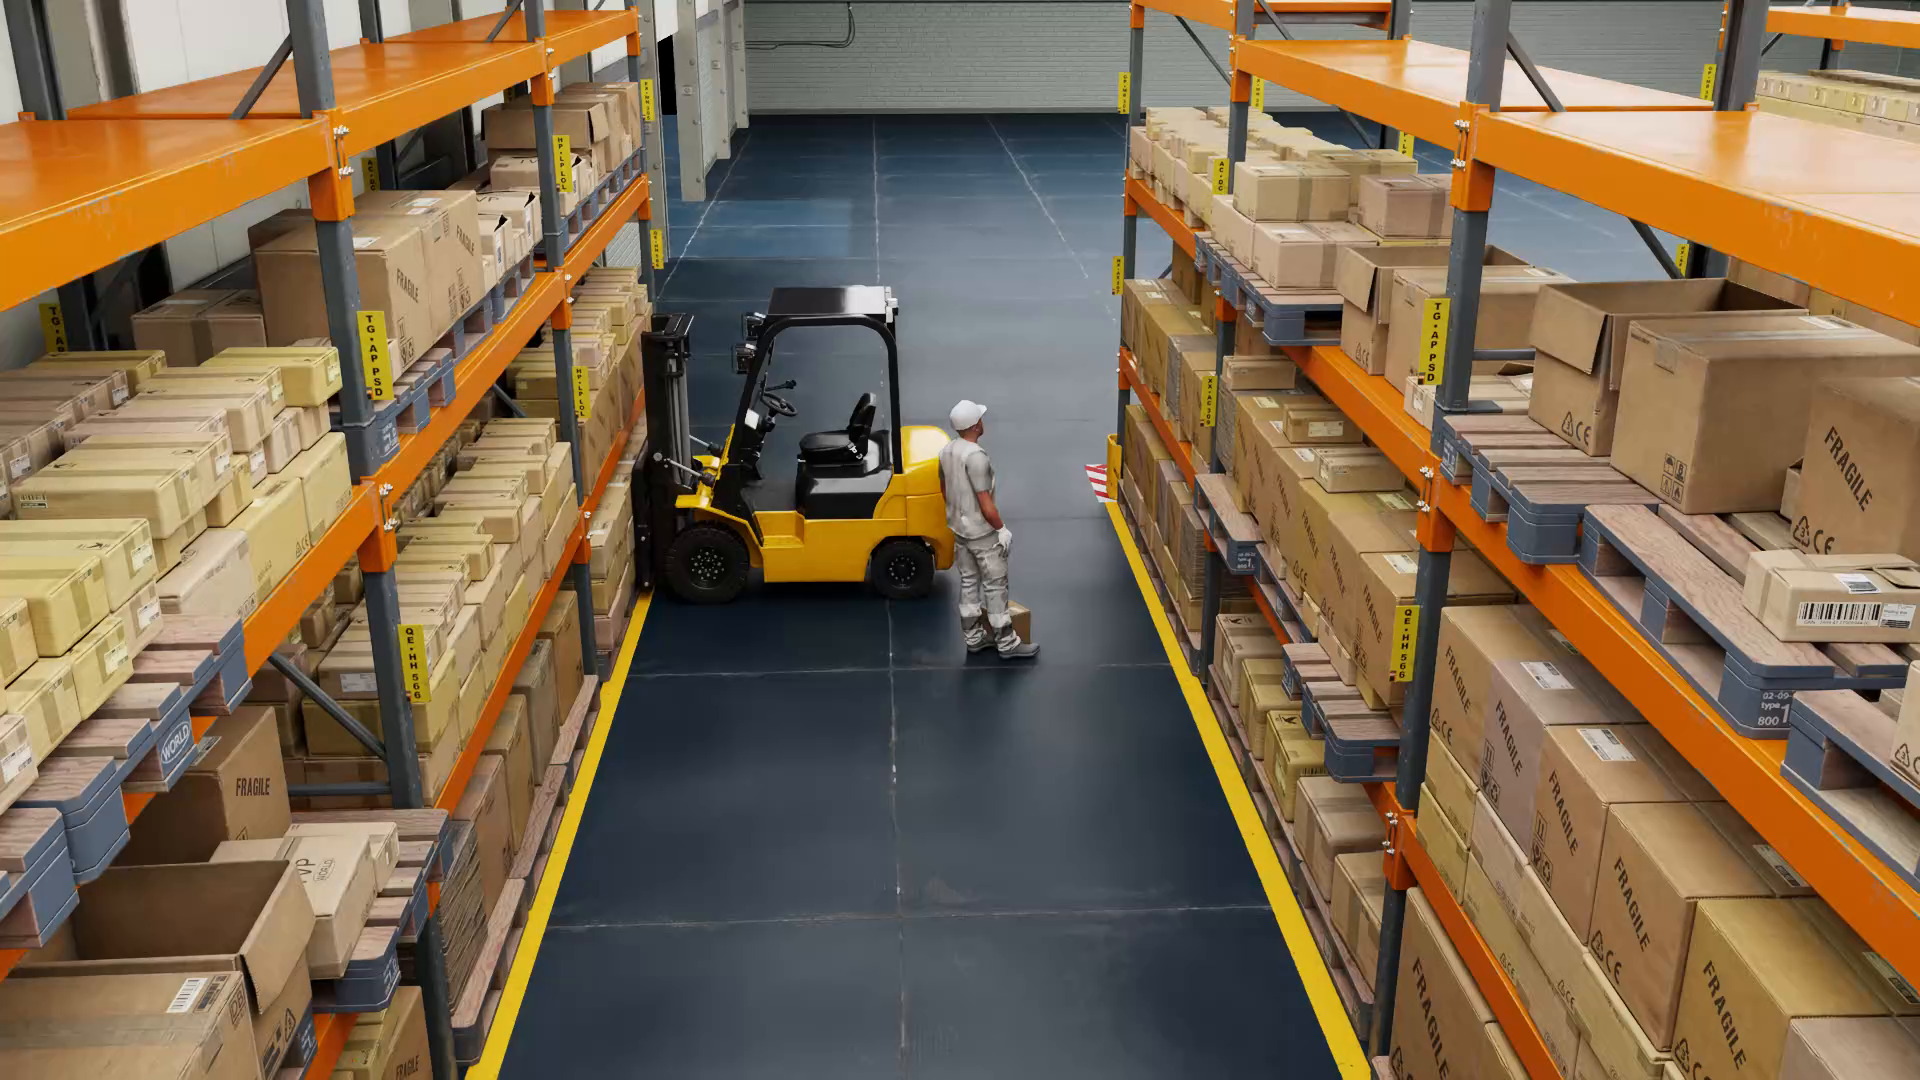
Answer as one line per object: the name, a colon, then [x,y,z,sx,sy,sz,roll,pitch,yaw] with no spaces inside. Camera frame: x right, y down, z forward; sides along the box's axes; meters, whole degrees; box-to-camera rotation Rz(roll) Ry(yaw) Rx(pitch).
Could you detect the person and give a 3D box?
person: [0.176,-0.087,11.250,0.565,1.787,0.638,-12,24,-30]
